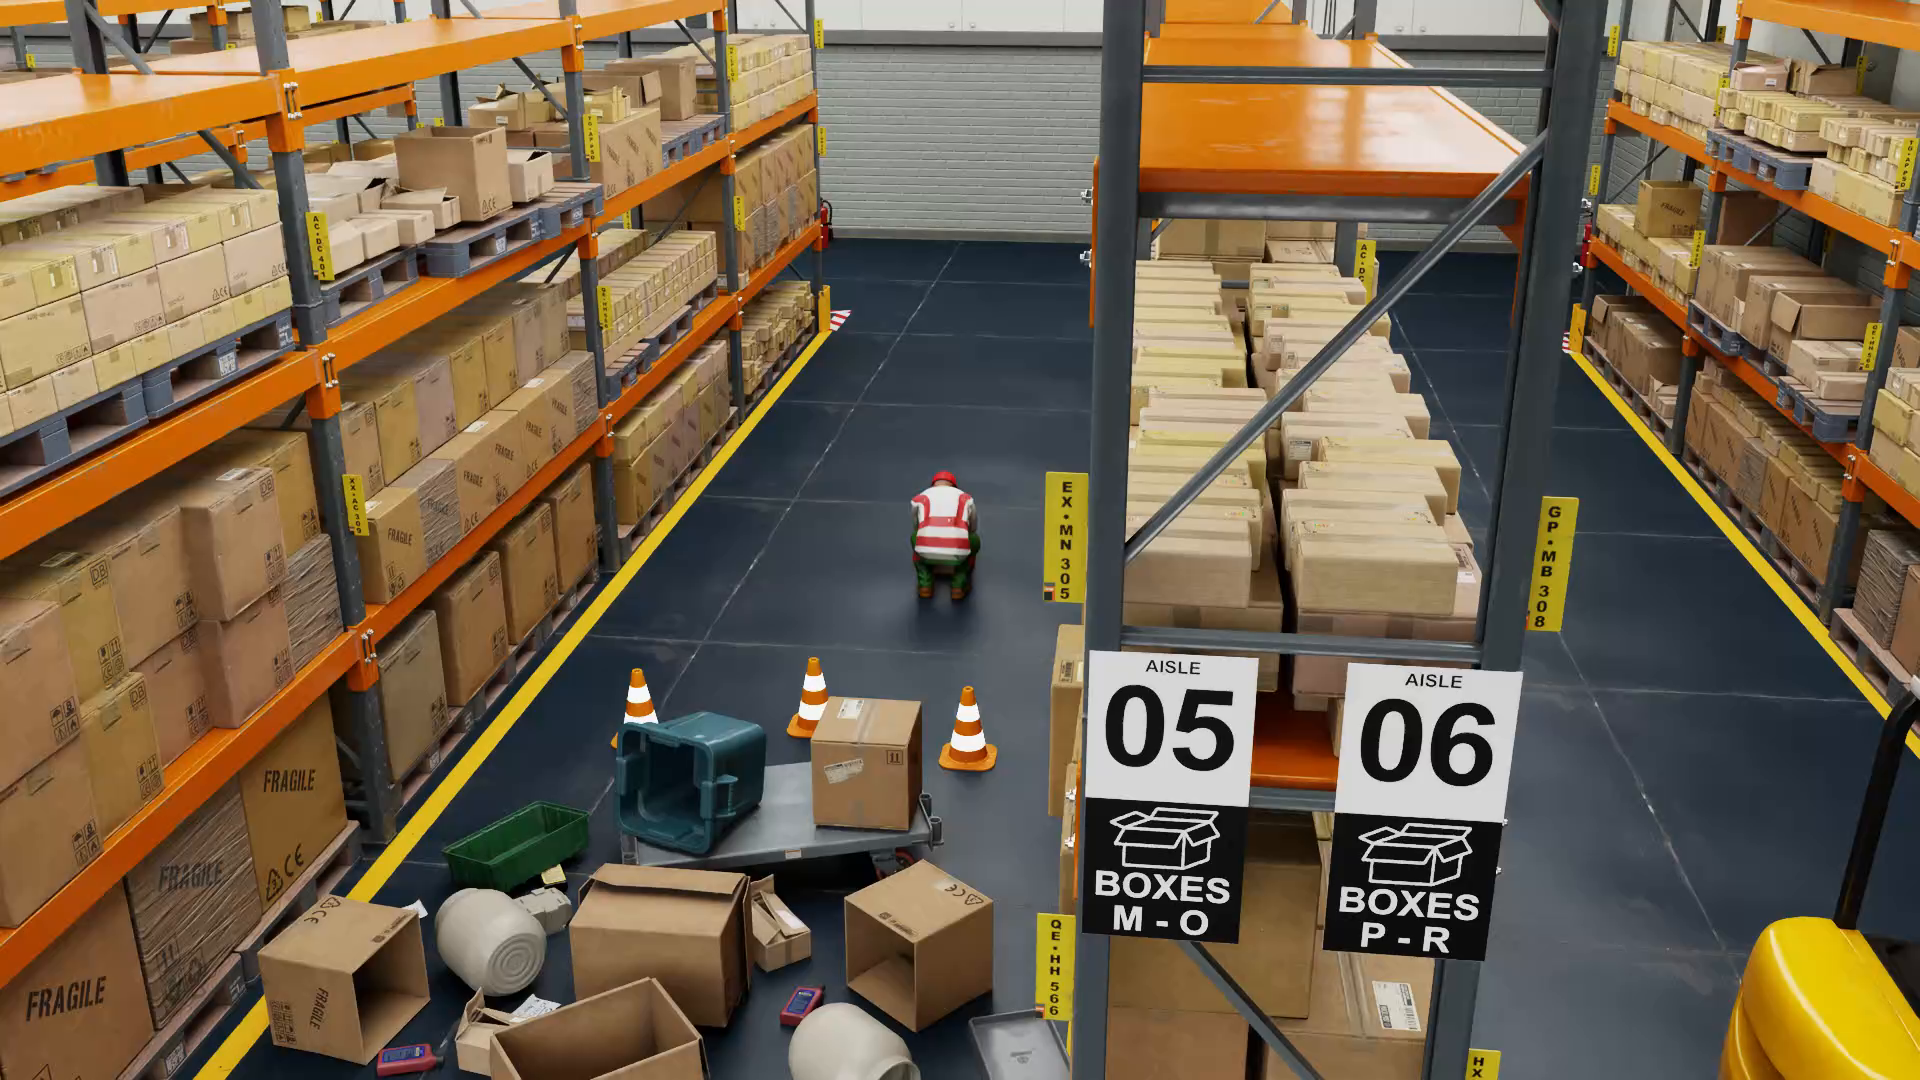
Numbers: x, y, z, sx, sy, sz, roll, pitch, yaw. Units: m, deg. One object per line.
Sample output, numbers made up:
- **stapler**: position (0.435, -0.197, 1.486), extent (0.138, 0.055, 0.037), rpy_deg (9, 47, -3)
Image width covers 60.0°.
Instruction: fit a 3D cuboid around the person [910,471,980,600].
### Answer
- **person**: position (-0.114, 0.013, 12.558), extent (0.541, 0.879, 0.923), rpy_deg (2, 21, 6)
